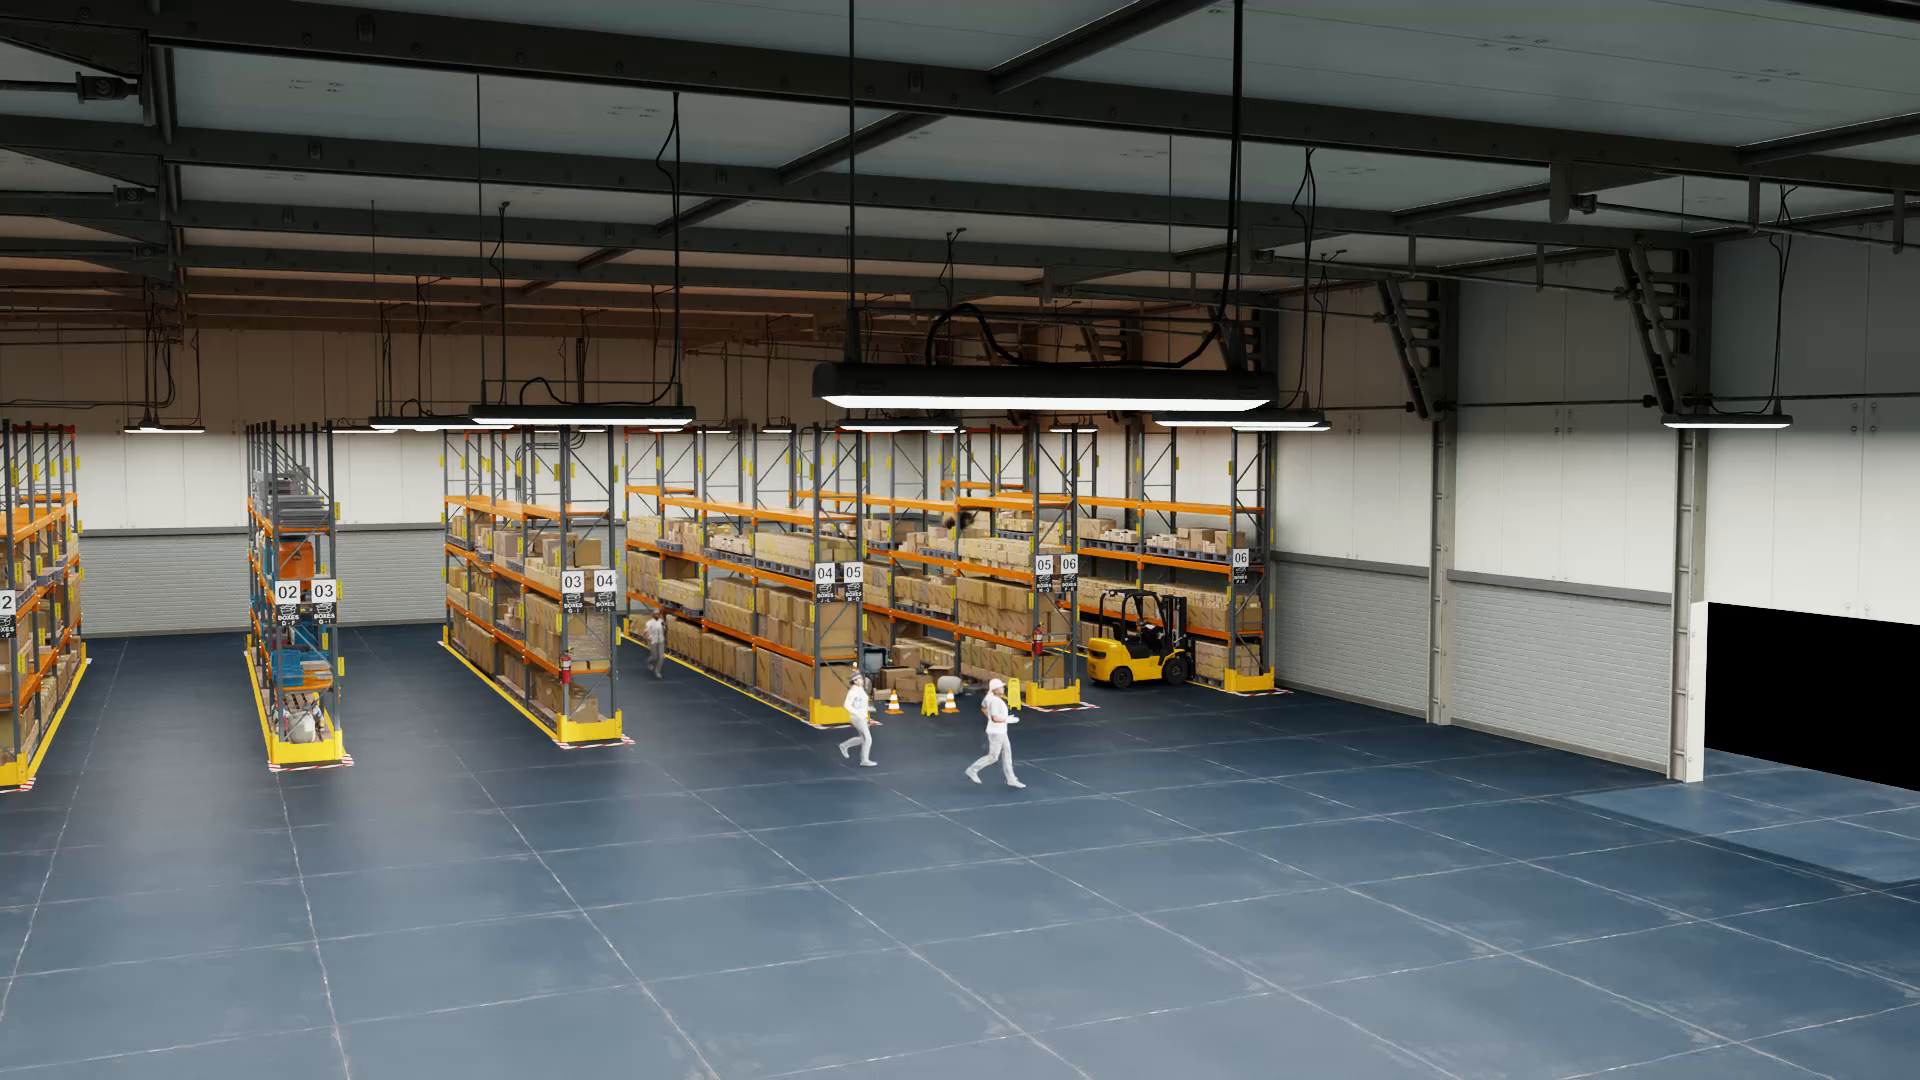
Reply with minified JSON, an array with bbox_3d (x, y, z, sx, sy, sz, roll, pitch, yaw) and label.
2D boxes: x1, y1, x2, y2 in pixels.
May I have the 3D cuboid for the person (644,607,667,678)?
[{"bbox_3d":[-7.241,2.427,39.624,0.575,1.662,0.589,-2,4,-31],"label":"person"}]

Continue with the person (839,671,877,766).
[{"bbox_3d":[-1.789,3.087,28.868,0.698,1.654,0.622,1,4,14],"label":"person"}]

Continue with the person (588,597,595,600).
[{"bbox_3d":[-10.609,1.898,47.967,0.809,1.739,0.755,2,4,25],"label":"person"}]

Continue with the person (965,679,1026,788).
[{"bbox_3d":[0.575,3.136,26.930,0.985,1.792,0.682,0,4,4],"label":"person"}]
